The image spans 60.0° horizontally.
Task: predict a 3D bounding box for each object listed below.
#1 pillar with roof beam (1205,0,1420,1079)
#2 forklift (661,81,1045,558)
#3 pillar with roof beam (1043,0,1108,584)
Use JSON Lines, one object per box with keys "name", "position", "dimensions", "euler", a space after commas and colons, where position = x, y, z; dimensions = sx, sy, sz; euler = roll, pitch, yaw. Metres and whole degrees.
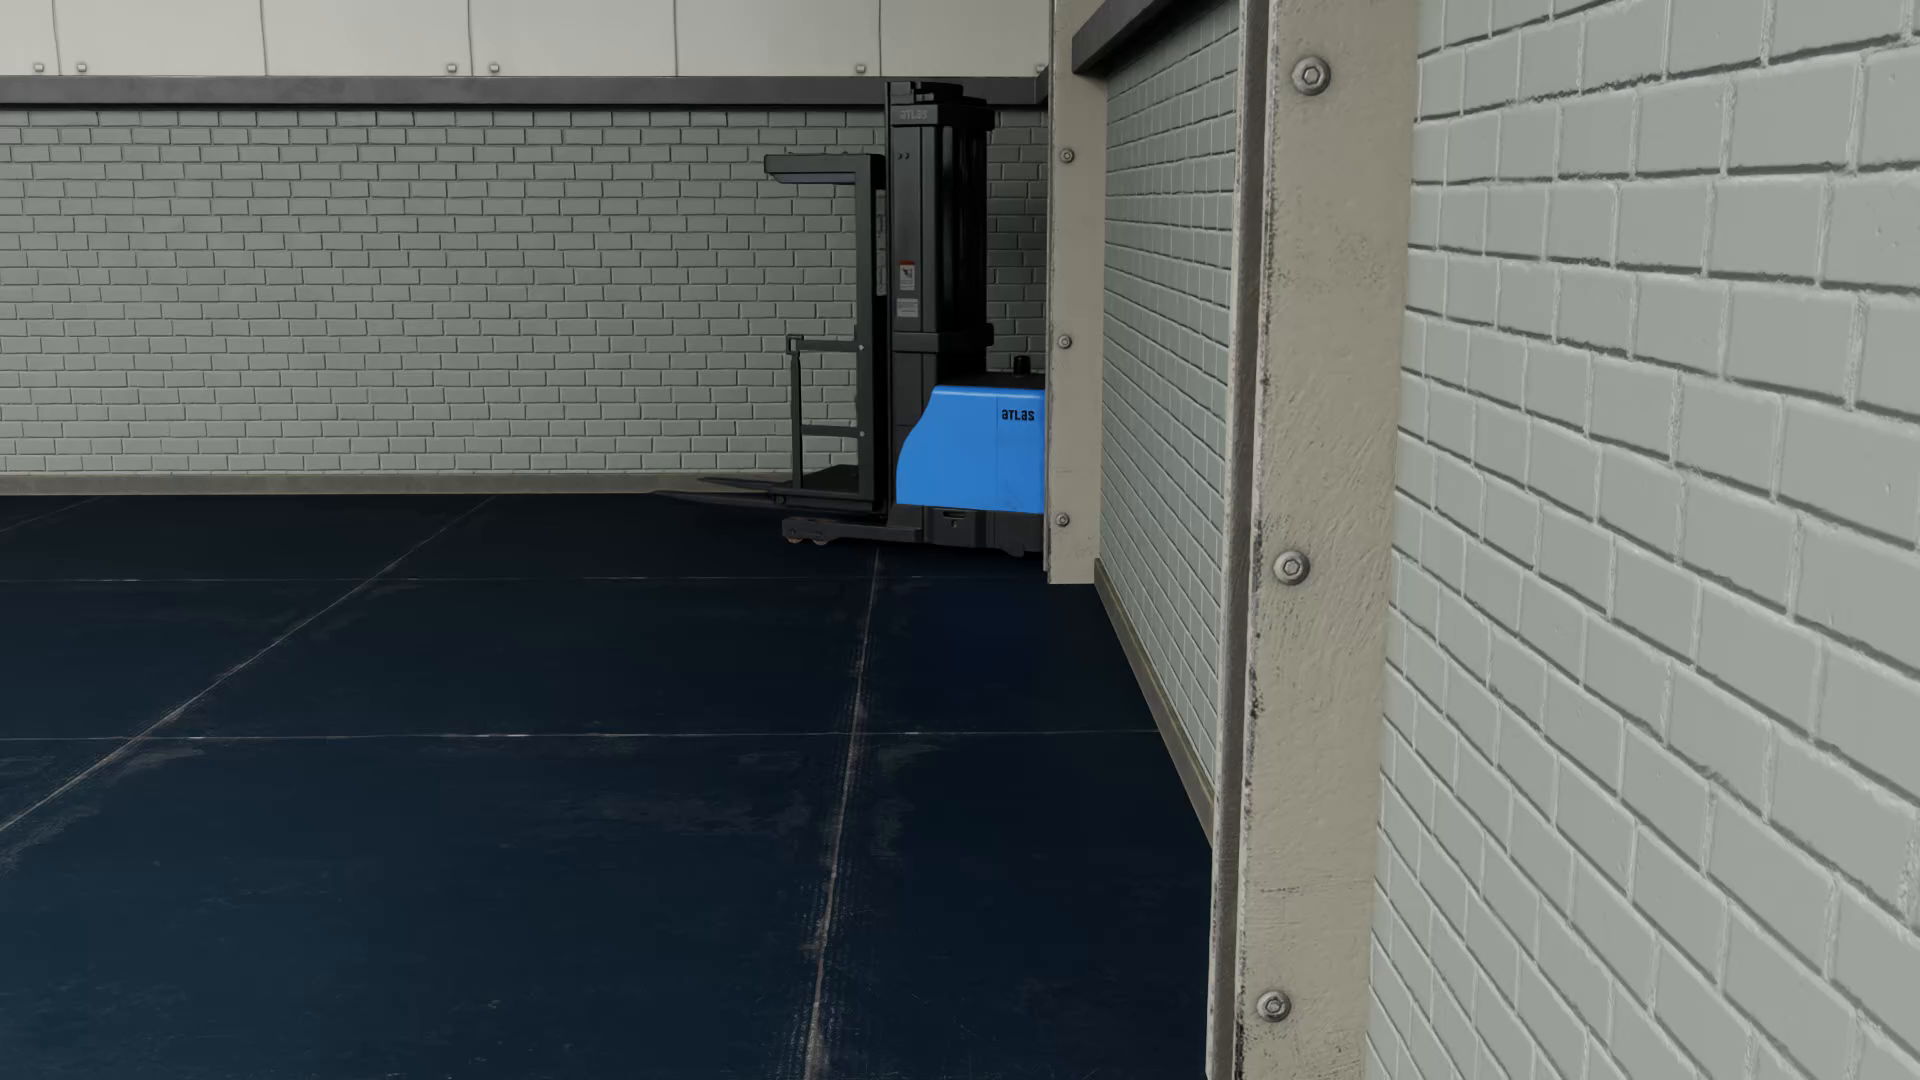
{"name": "pillar with roof beam", "position": [-3.511, -2.983, 3.130], "dimensions": [9.100, 9.000, 0.400], "euler": [0, 11, -1]}
{"name": "forklift", "position": [-0.611, -1.503, 11.095], "dimensions": [3.031, 2.935, 1.130], "euler": [6, 13, 26]}
{"name": "pillar with roof beam", "position": [-3.635, -4.176, 9.009], "dimensions": [9.100, 9.000, 0.400], "euler": [0, 11, -1]}
